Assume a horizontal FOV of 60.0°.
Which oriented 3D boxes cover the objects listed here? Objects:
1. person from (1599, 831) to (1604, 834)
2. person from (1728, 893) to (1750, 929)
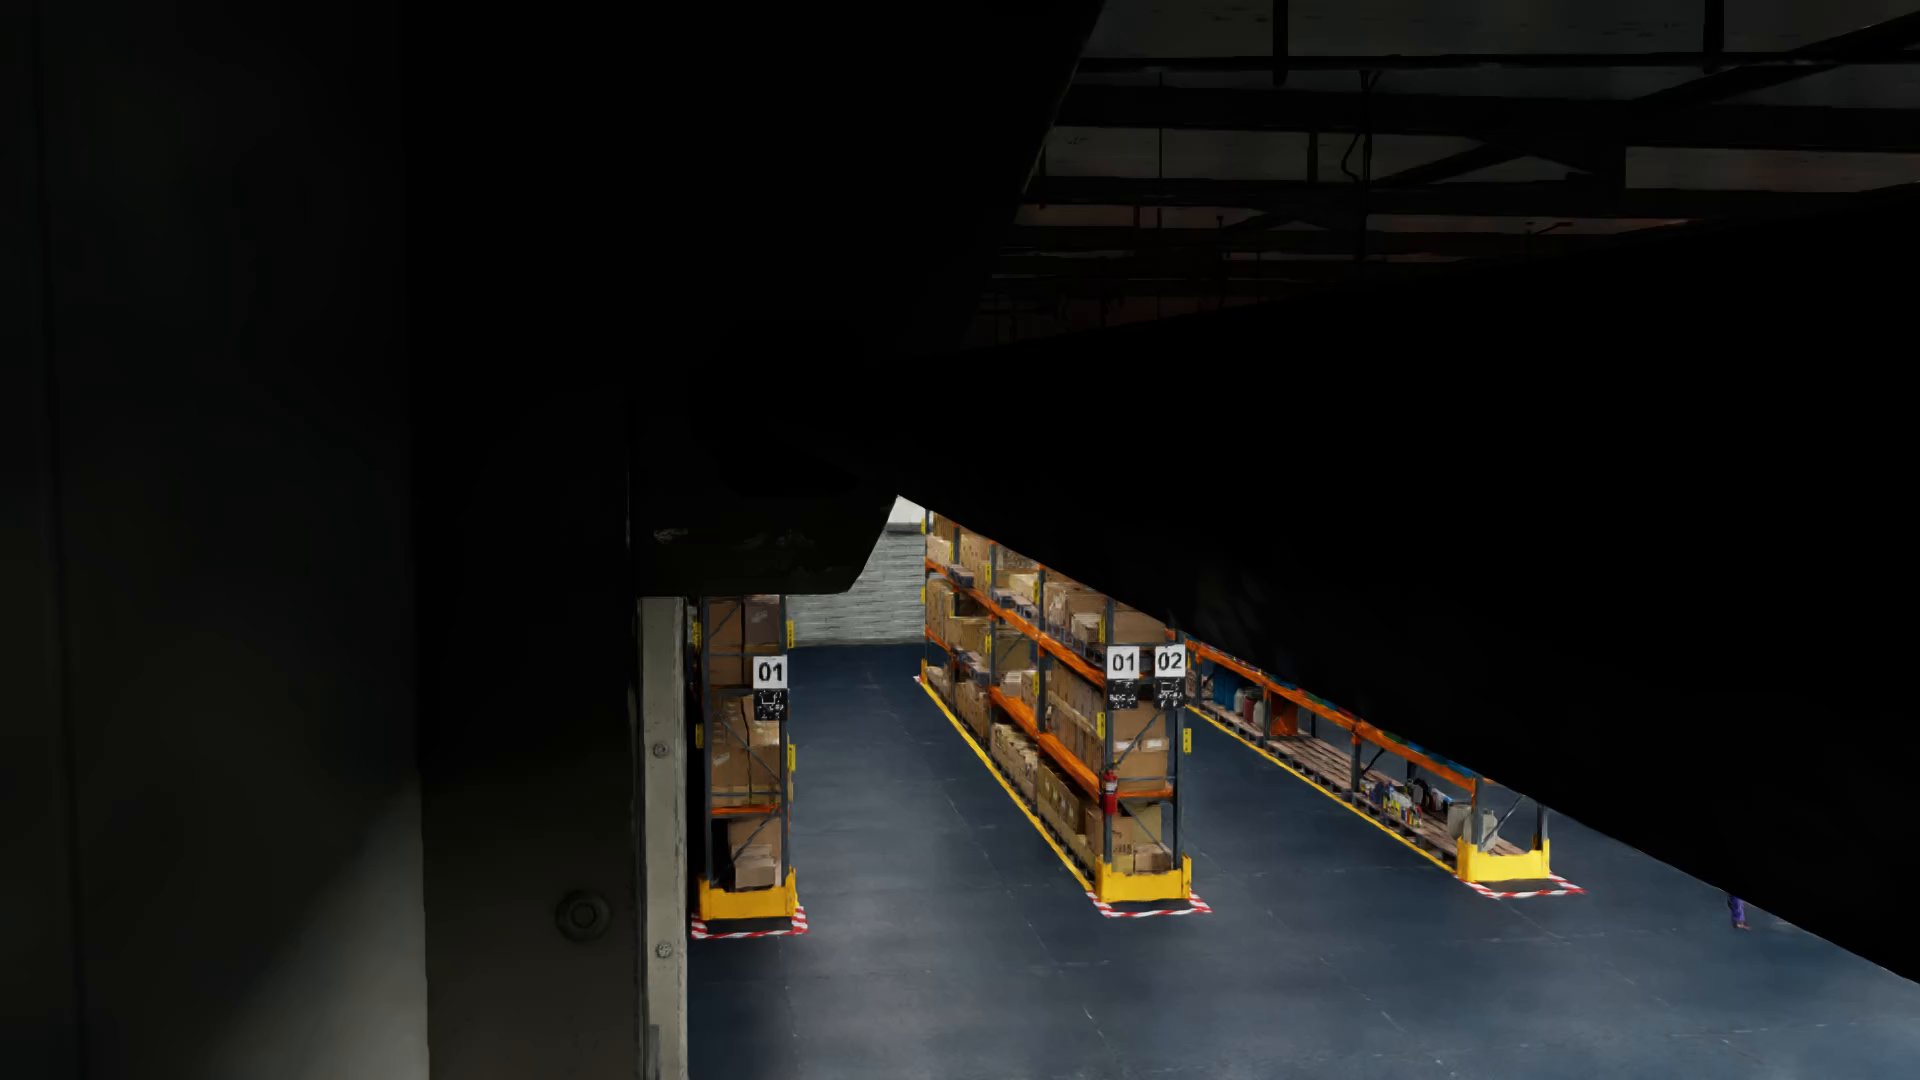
[{"bbox_3d":[9.407,3.409,24.107,0.472,1.587,0.907,1,5,7],"label":"person"},{"bbox_3d":[9.370,3.782,19.848,0.478,1.579,0.995,0,5,0],"label":"person"}]
